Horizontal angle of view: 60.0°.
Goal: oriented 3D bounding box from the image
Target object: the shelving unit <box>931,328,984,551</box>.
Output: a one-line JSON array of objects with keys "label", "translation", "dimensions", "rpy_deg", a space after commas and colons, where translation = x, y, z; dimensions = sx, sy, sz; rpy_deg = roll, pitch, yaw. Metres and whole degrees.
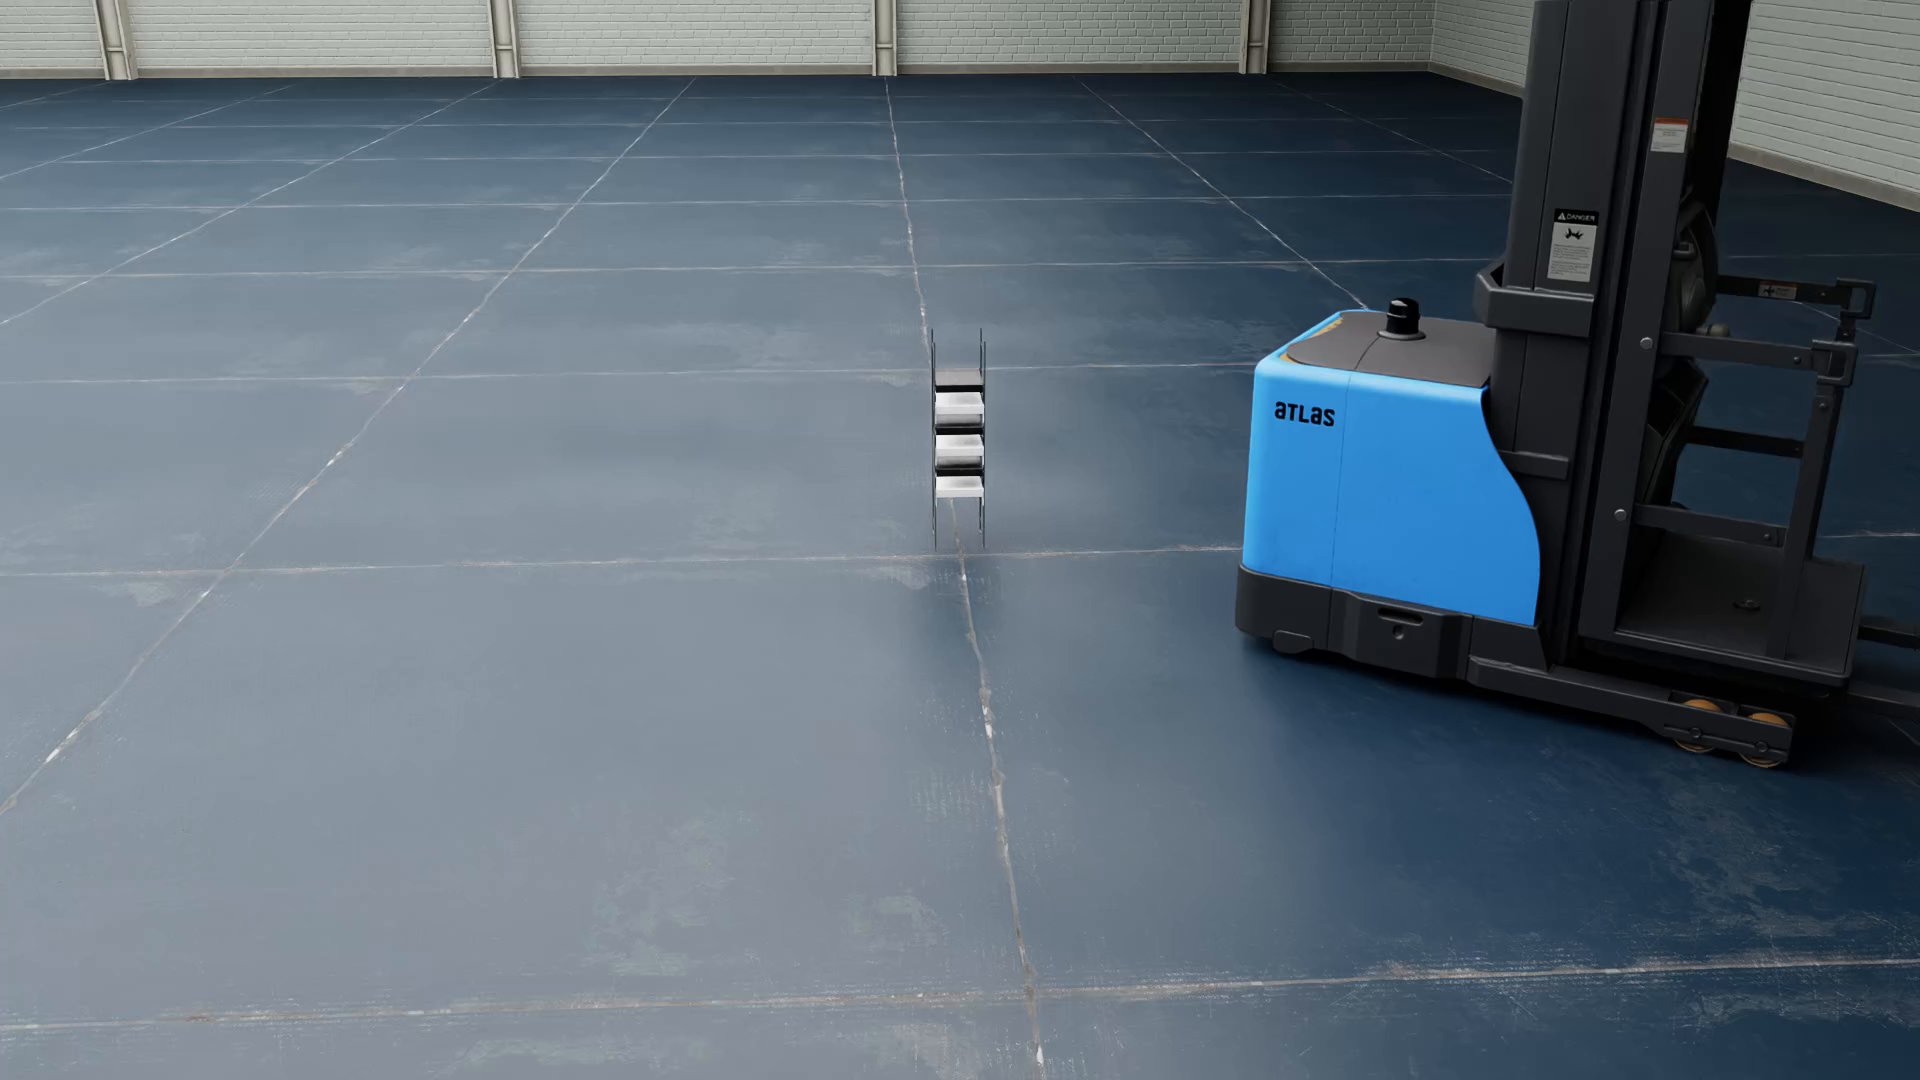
[{"label": "shelving unit", "translation": [-0.009, -0.420, 6.960], "dimensions": [0.208, 0.900, 0.258], "rpy_deg": [-1, 21, -3]}]

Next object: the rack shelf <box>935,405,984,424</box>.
[{"label": "rack shelf", "translation": [-0.008, -0.557, 6.908], "dimensions": [0.200, 0.077, 0.258], "rpy_deg": [-1, 21, -3]}]

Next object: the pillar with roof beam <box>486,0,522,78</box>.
[{"label": "pillar with roof beam", "translation": [-6.959, -10.064, 20.907], "dimensions": [0.400, 9.000, 9.100], "rpy_deg": [-1, 21, -3]}]

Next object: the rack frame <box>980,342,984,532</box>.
[{"label": "rack frame", "translation": [0.093, -0.423, 6.967], "dimensions": [0.003, 0.785, 0.228], "rpy_deg": [-1, 21, -3]}]

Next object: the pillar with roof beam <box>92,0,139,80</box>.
[{"label": "pillar with roof beam", "translation": [-12.949, -9.942, 20.587], "dimensions": [0.400, 9.000, 9.100], "rpy_deg": [-1, 21, -3]}]

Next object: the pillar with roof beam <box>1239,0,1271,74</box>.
[{"label": "pillar with roof beam", "translation": [5.021, -10.307, 21.547], "dimensions": [0.400, 9.000, 9.100], "rpy_deg": [-1, 21, -3]}]

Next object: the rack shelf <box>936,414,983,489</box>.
[{"label": "rack shelf", "translation": [-0.008, -0.373, 6.978], "dimensions": [0.190, 0.281, 0.221], "rpy_deg": [-1, 21, -3]}]

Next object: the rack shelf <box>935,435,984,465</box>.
[{"label": "rack shelf", "translation": [-0.008, -0.389, 6.972], "dimensions": [0.200, 0.077, 0.258], "rpy_deg": [-1, 21, -3]}]

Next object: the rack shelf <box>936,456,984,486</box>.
[{"label": "rack shelf", "translation": [-0.008, -0.305, 7.004], "dimensions": [0.200, 0.077, 0.258], "rpy_deg": [-1, 21, -3]}]

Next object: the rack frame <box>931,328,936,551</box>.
[{"label": "rack frame", "translation": [-0.110, -0.418, 6.955], "dimensions": [0.006, 0.900, 0.240], "rpy_deg": [-1, 21, -3]}]
